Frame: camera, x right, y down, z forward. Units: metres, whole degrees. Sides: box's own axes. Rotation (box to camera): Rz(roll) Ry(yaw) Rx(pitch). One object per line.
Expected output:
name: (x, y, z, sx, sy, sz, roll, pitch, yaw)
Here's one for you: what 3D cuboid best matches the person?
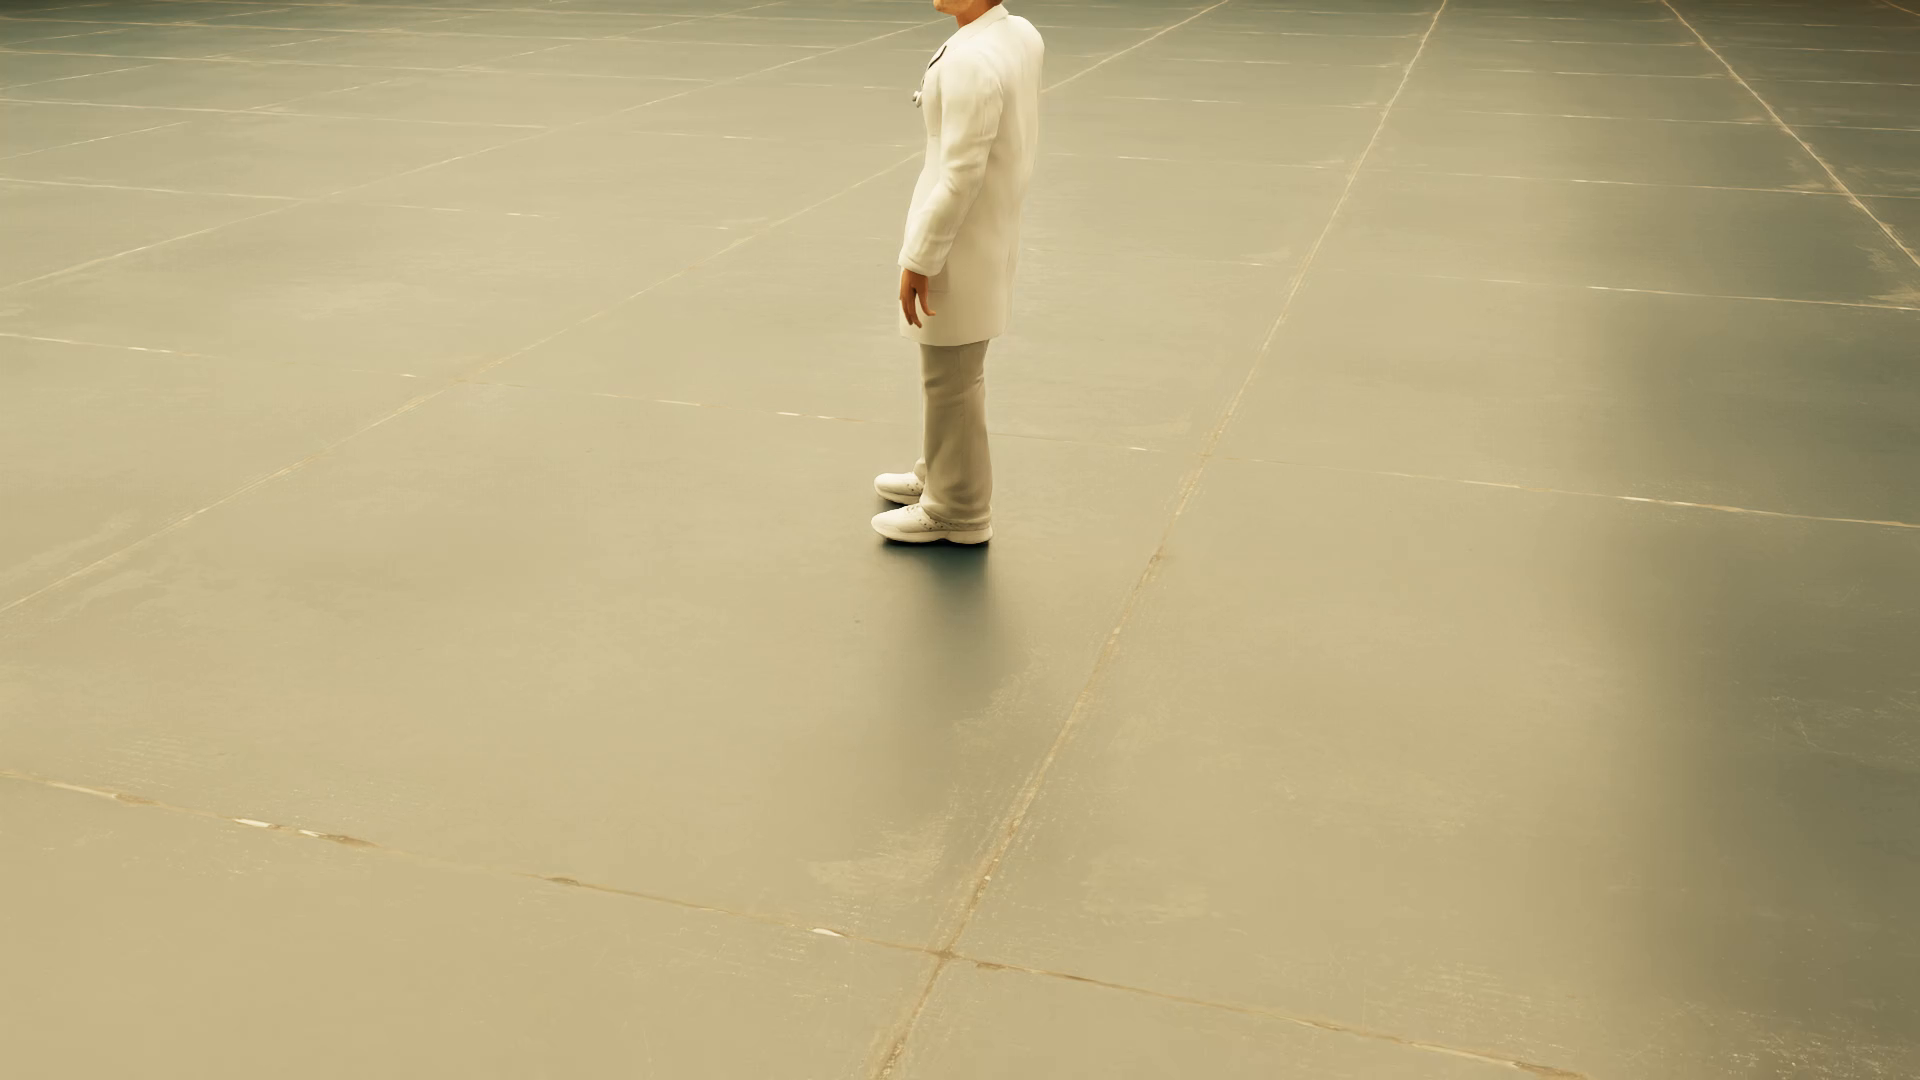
person: (-0.085, -0.840, 4.808, 0.581, 1.776, 0.696, 7, 23, 16)
